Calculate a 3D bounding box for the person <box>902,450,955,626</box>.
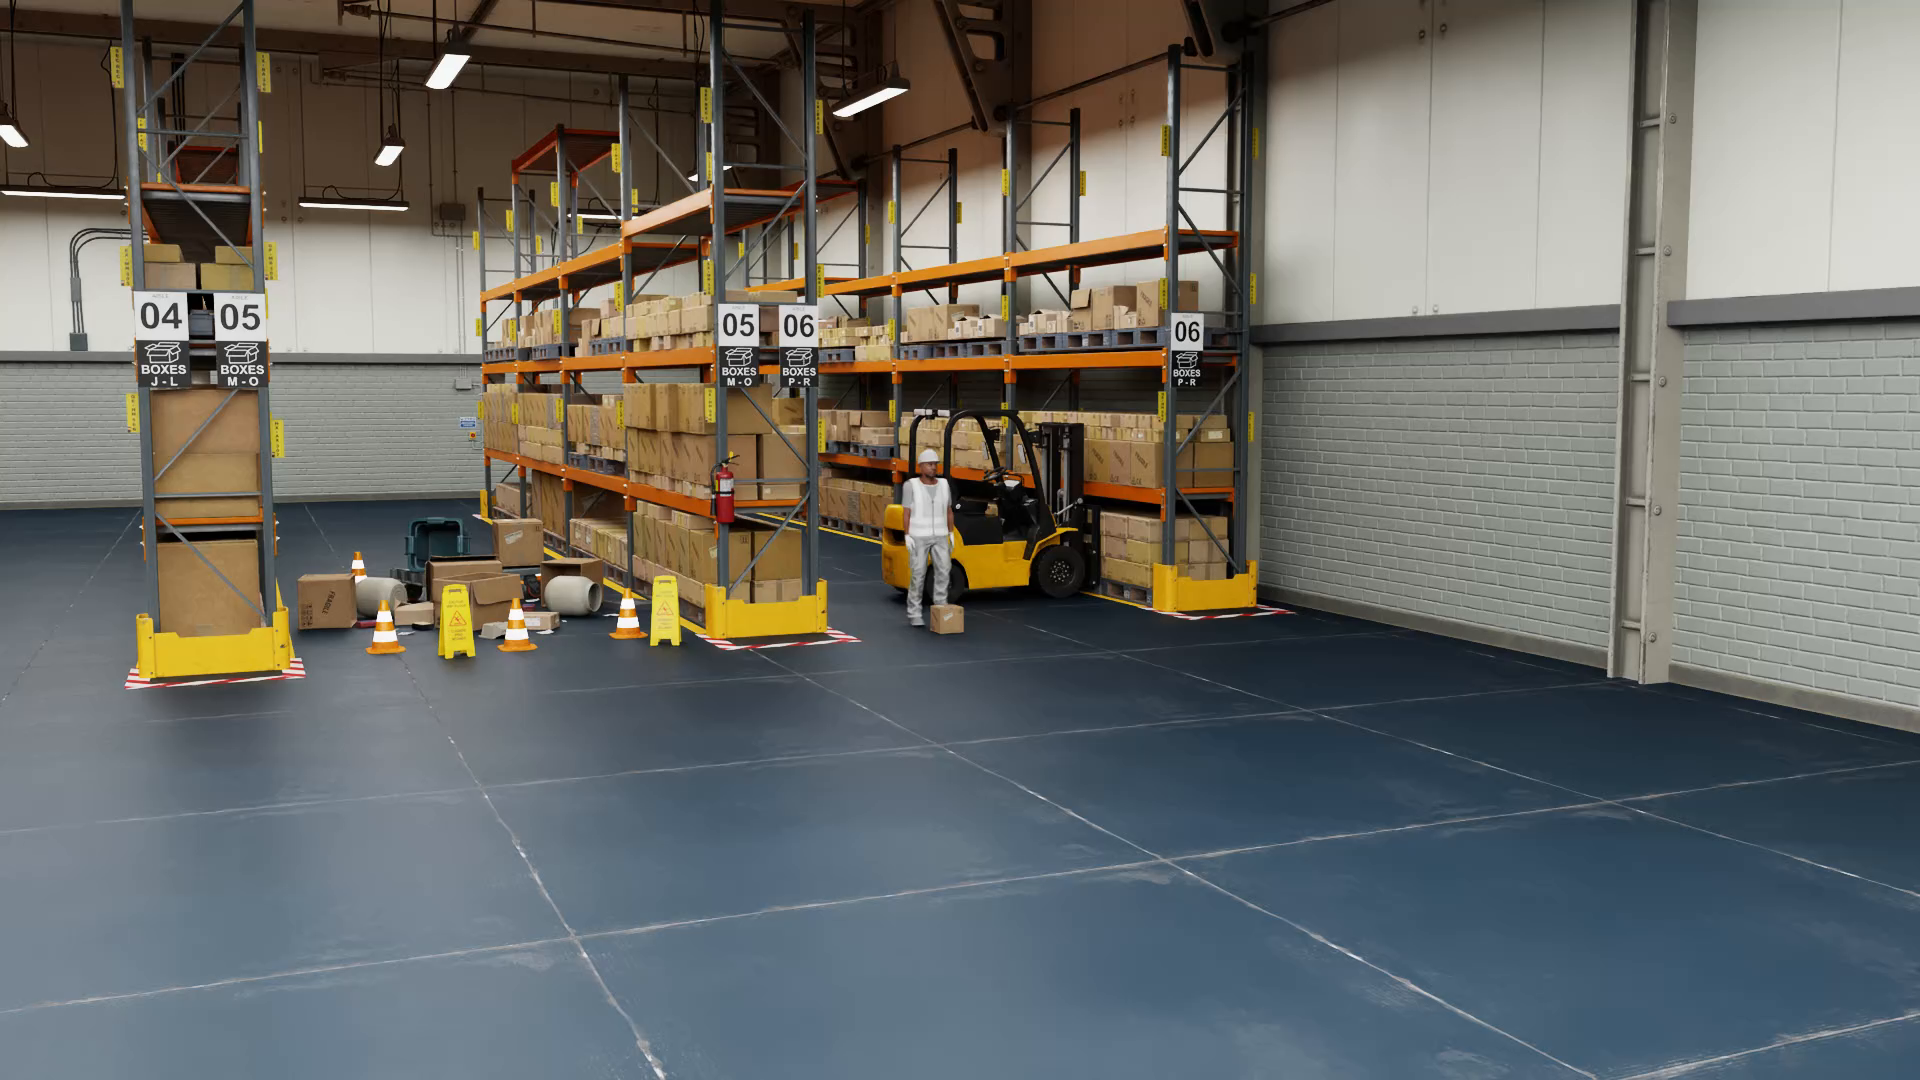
[{"bbox_3d":[-0.298,-0.017,16.806,0.550,1.787,0.419,-2,6,-23],"label":"person"}]
